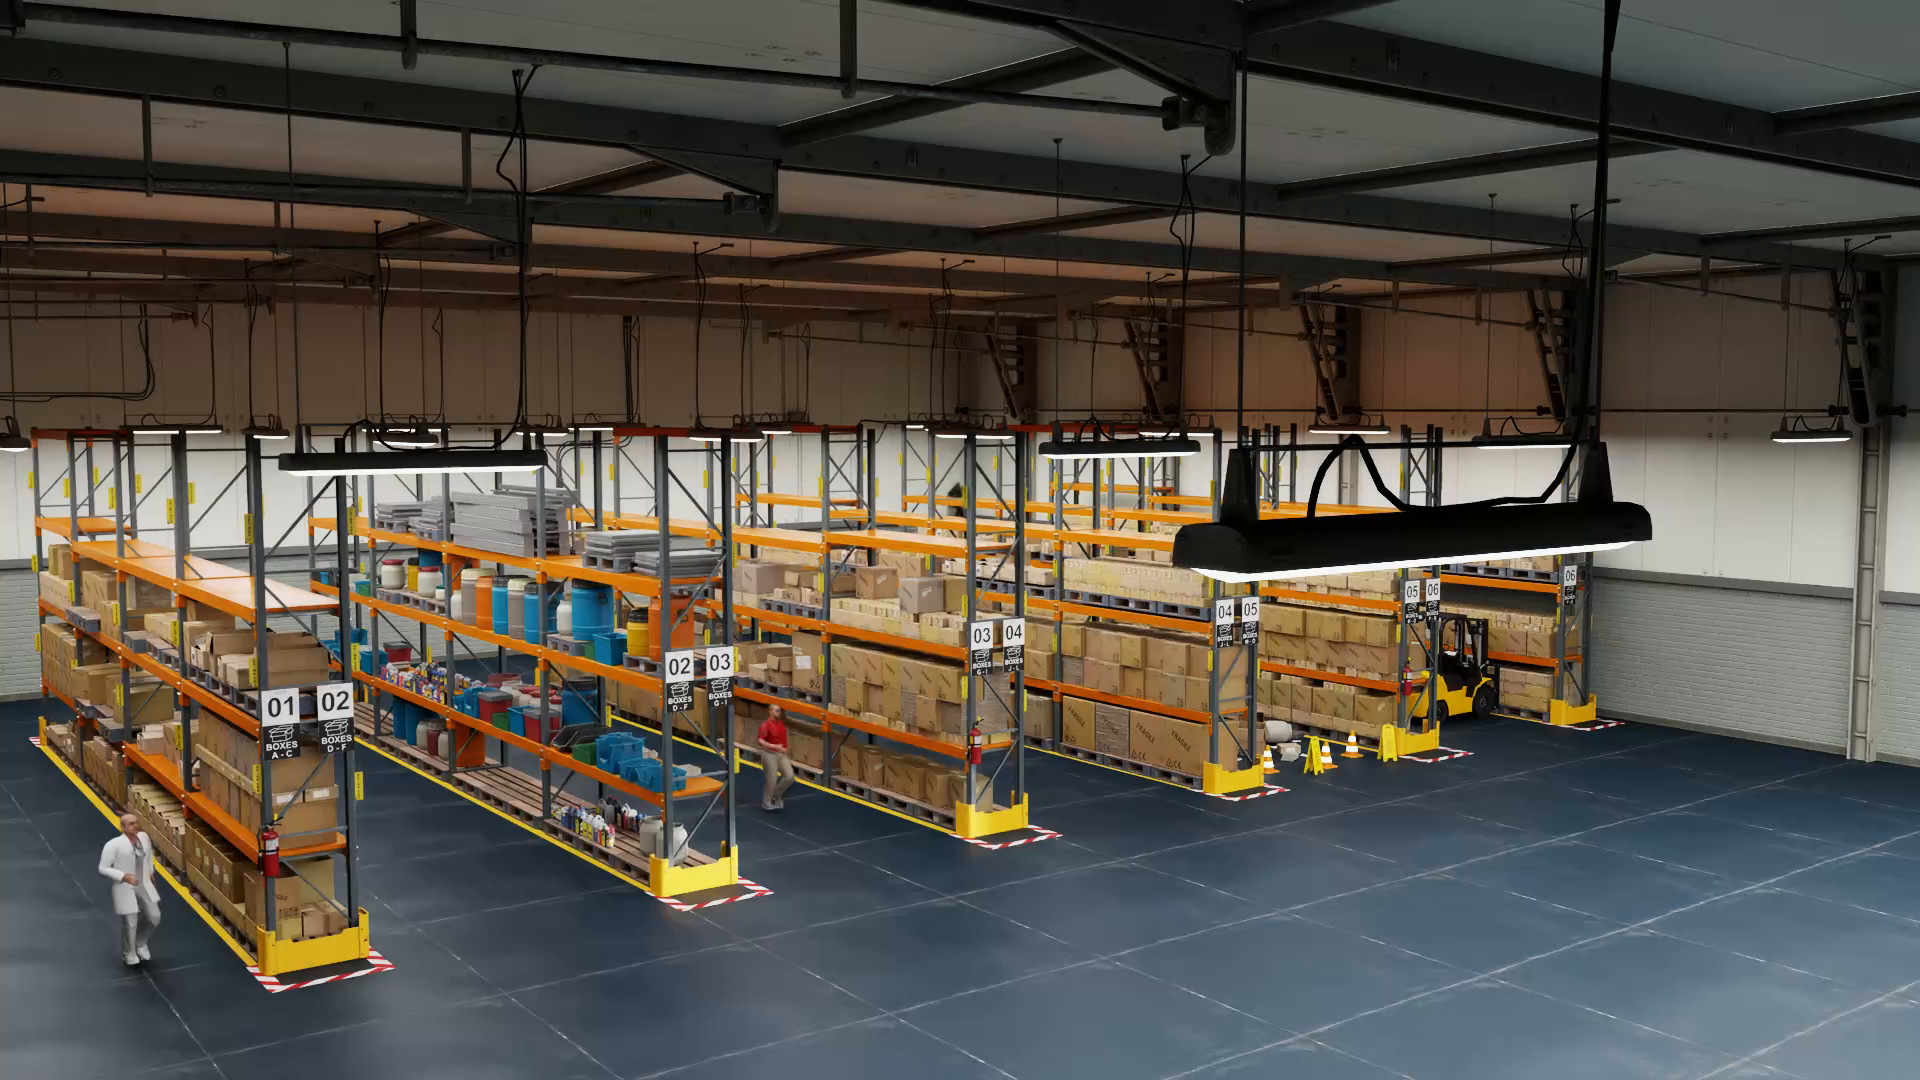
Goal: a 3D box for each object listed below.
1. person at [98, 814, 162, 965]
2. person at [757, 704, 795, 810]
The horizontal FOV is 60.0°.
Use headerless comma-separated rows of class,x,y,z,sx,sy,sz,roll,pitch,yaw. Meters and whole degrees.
person,-9.372,3.971,18.866,0.654,1.746,0.717,3,5,35
person,-2.885,3.434,26.153,0.643,1.715,0.662,4,6,39
